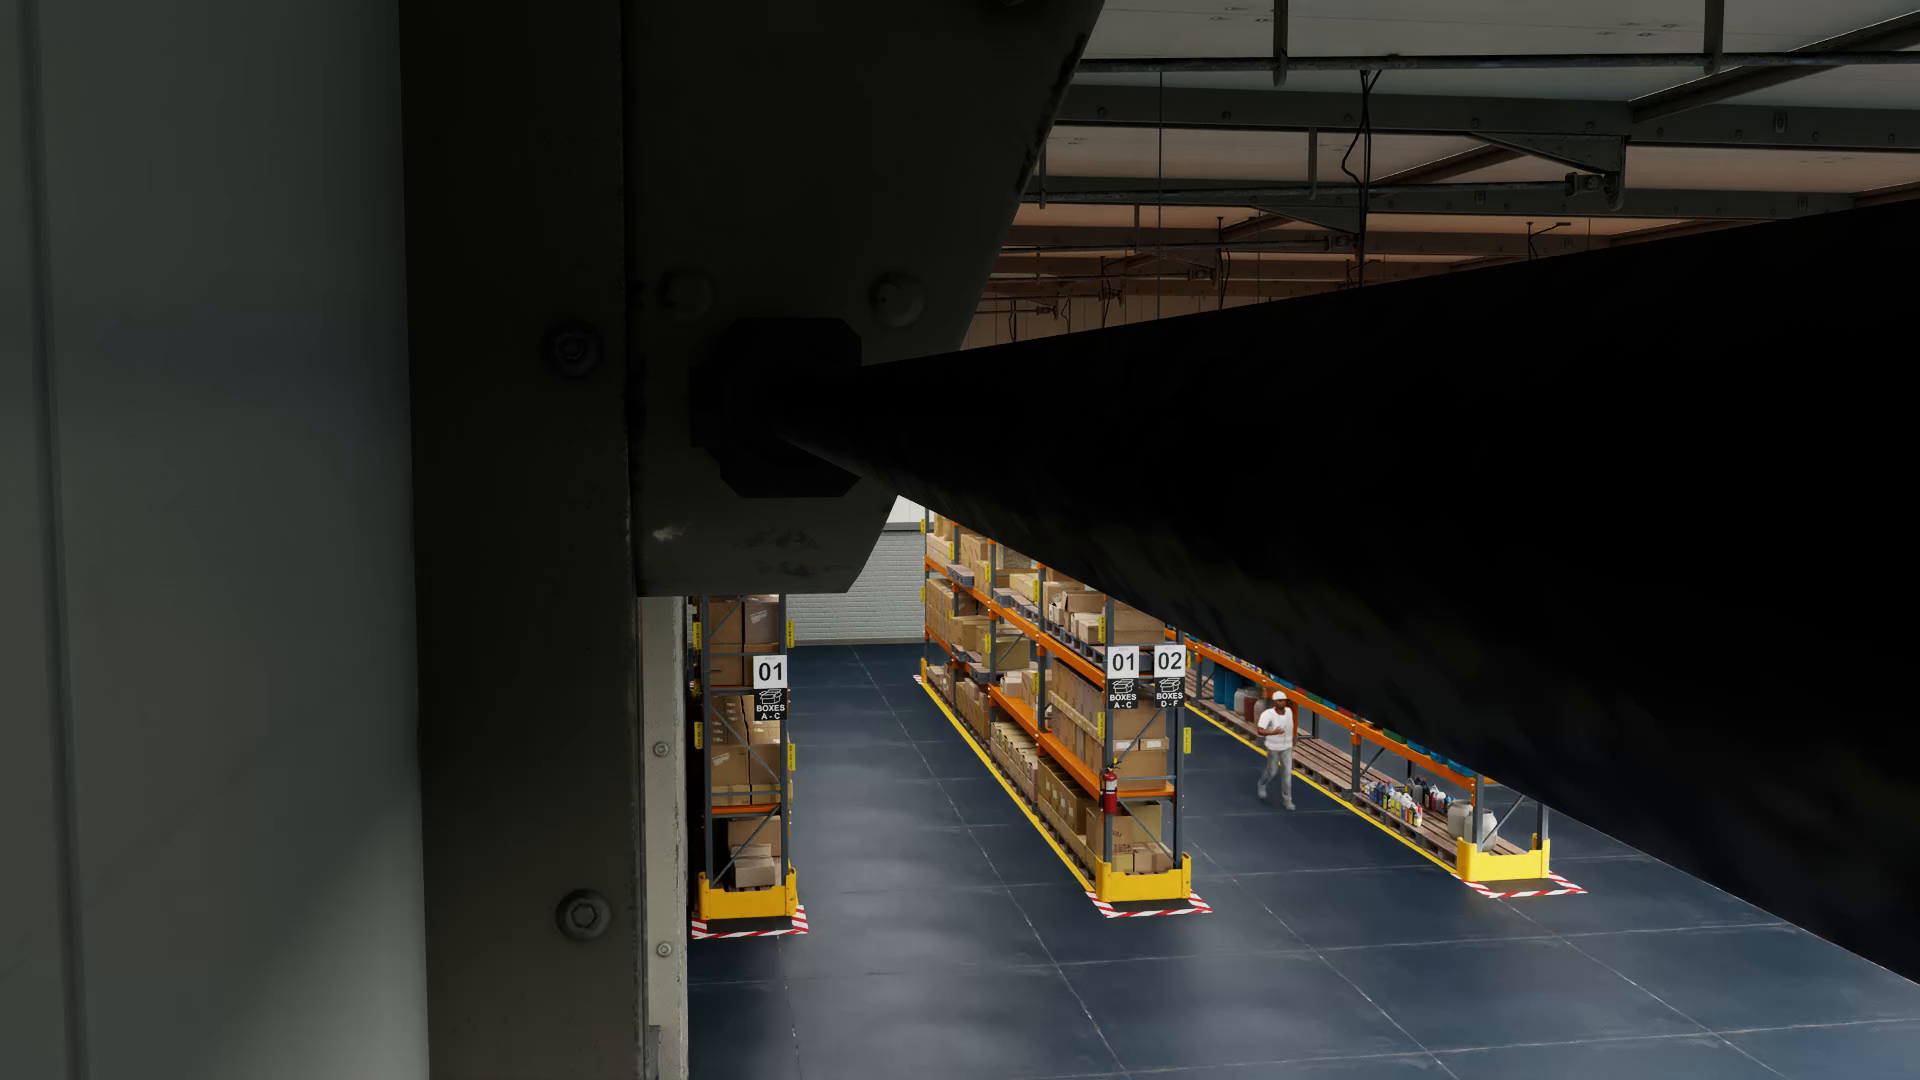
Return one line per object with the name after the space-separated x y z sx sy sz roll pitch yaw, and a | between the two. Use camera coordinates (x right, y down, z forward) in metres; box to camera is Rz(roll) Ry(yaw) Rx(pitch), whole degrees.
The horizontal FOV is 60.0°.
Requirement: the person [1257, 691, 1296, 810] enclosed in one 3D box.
4.866 3.179 25.474 0.736 1.755 0.956 -2 5 -19 | person

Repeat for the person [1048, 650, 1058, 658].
2.106 2.365 34.713 0.656 1.759 0.968 -2 5 -18 | person
